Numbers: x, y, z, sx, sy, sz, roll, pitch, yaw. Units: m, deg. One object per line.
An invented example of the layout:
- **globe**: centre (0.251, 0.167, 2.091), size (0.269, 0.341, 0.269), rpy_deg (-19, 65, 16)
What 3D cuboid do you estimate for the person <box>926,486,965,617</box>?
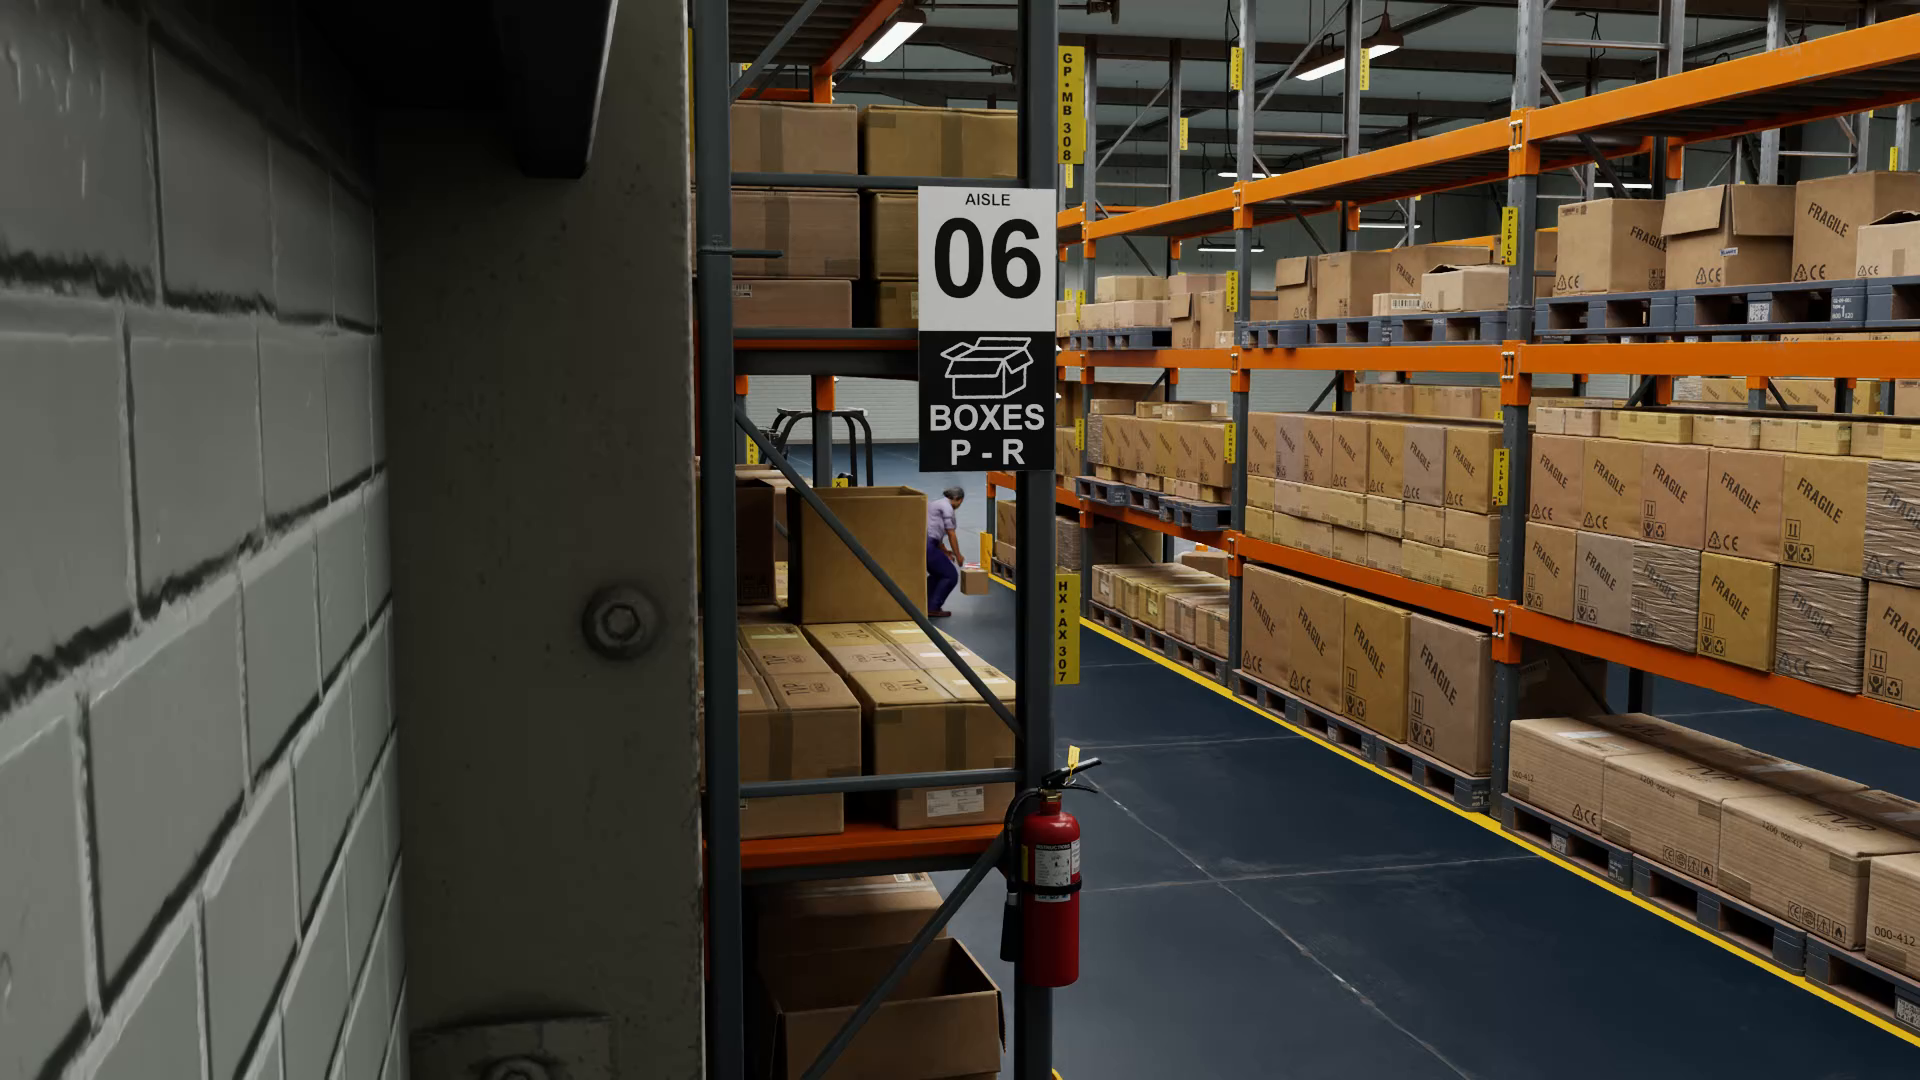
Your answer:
- **person**: centre (-0.261, 0.117, 17.781), size (0.654, 1.369, 0.534), rpy_deg (-2, 7, -21)
